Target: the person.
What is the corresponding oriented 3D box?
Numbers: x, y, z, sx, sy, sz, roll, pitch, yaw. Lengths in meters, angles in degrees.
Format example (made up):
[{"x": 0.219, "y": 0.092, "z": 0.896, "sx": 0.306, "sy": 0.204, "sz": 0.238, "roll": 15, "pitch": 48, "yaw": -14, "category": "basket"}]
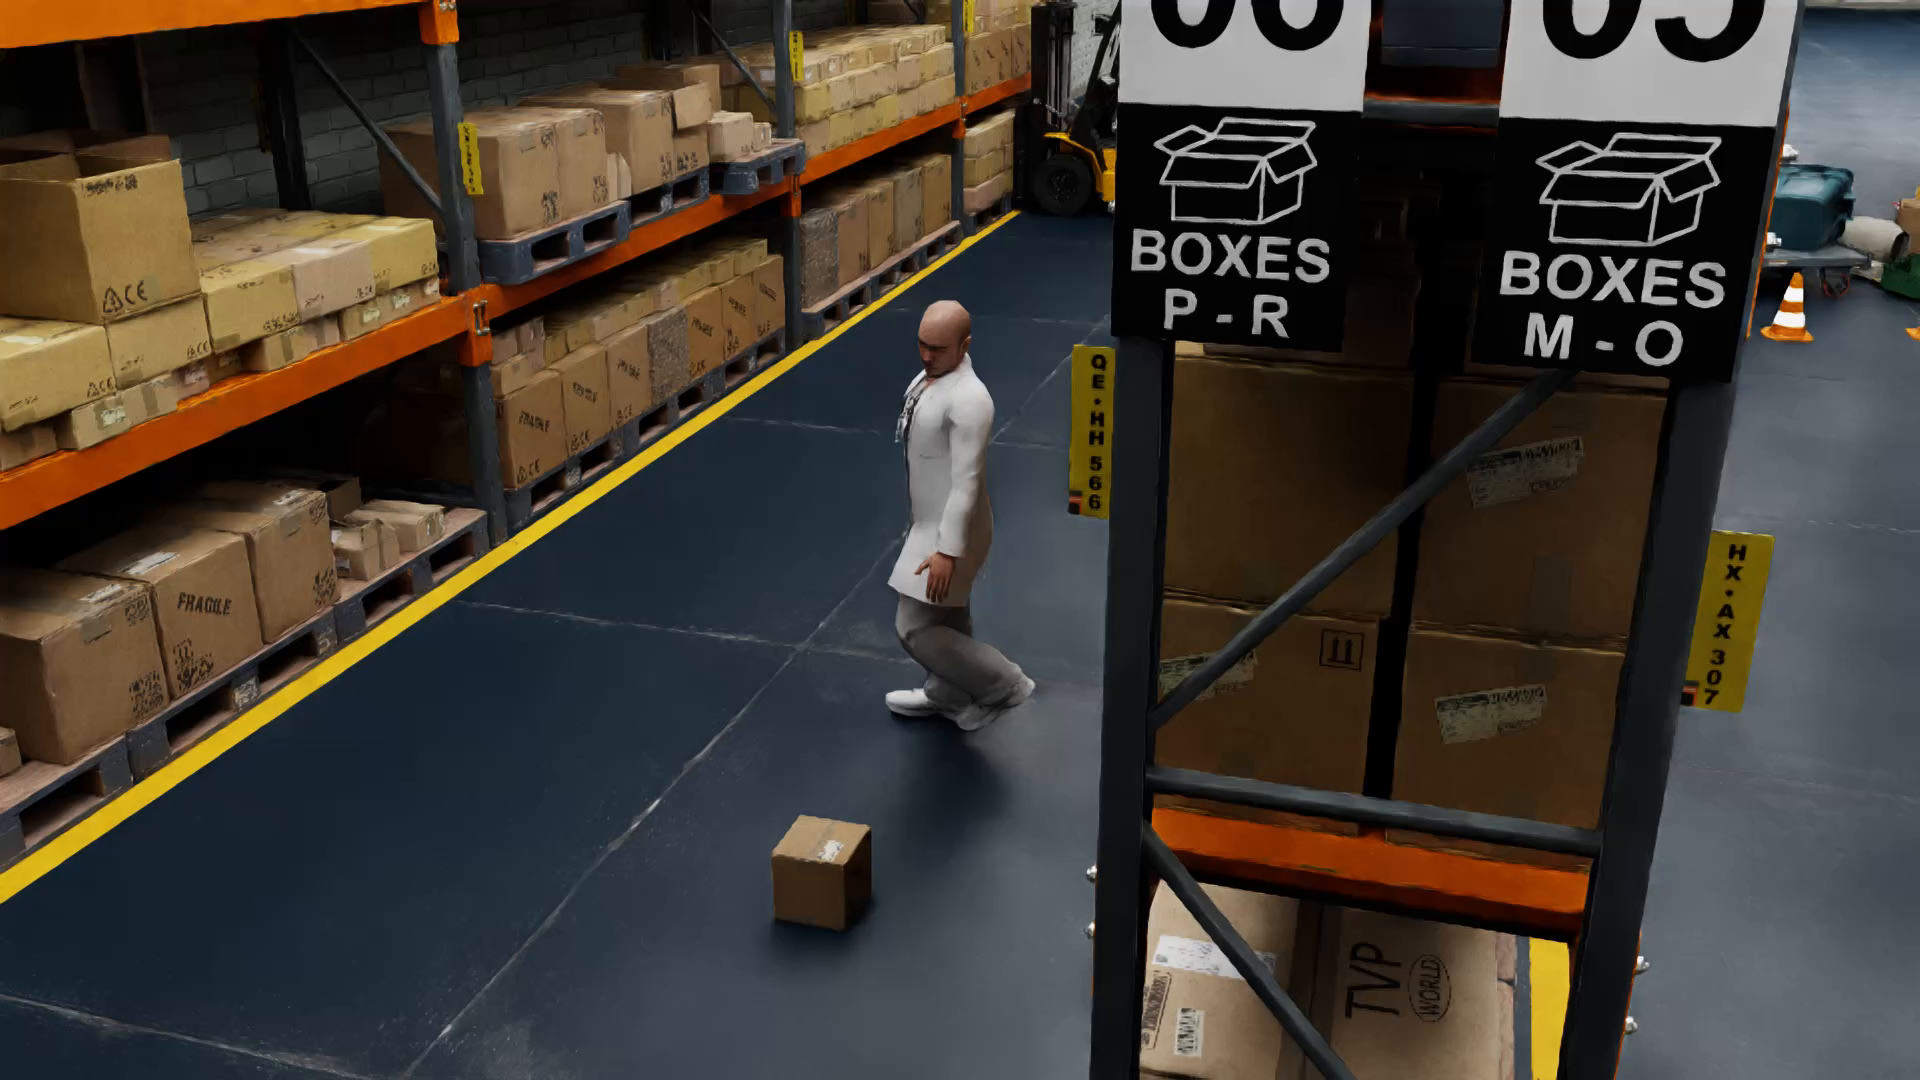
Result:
[{"x": -0.030, "y": -0.040, "z": 6.183, "sx": 0.514, "sy": 1.760, "sz": 0.653, "roll": -3, "pitch": 22, "yaw": -8, "category": "person"}]
